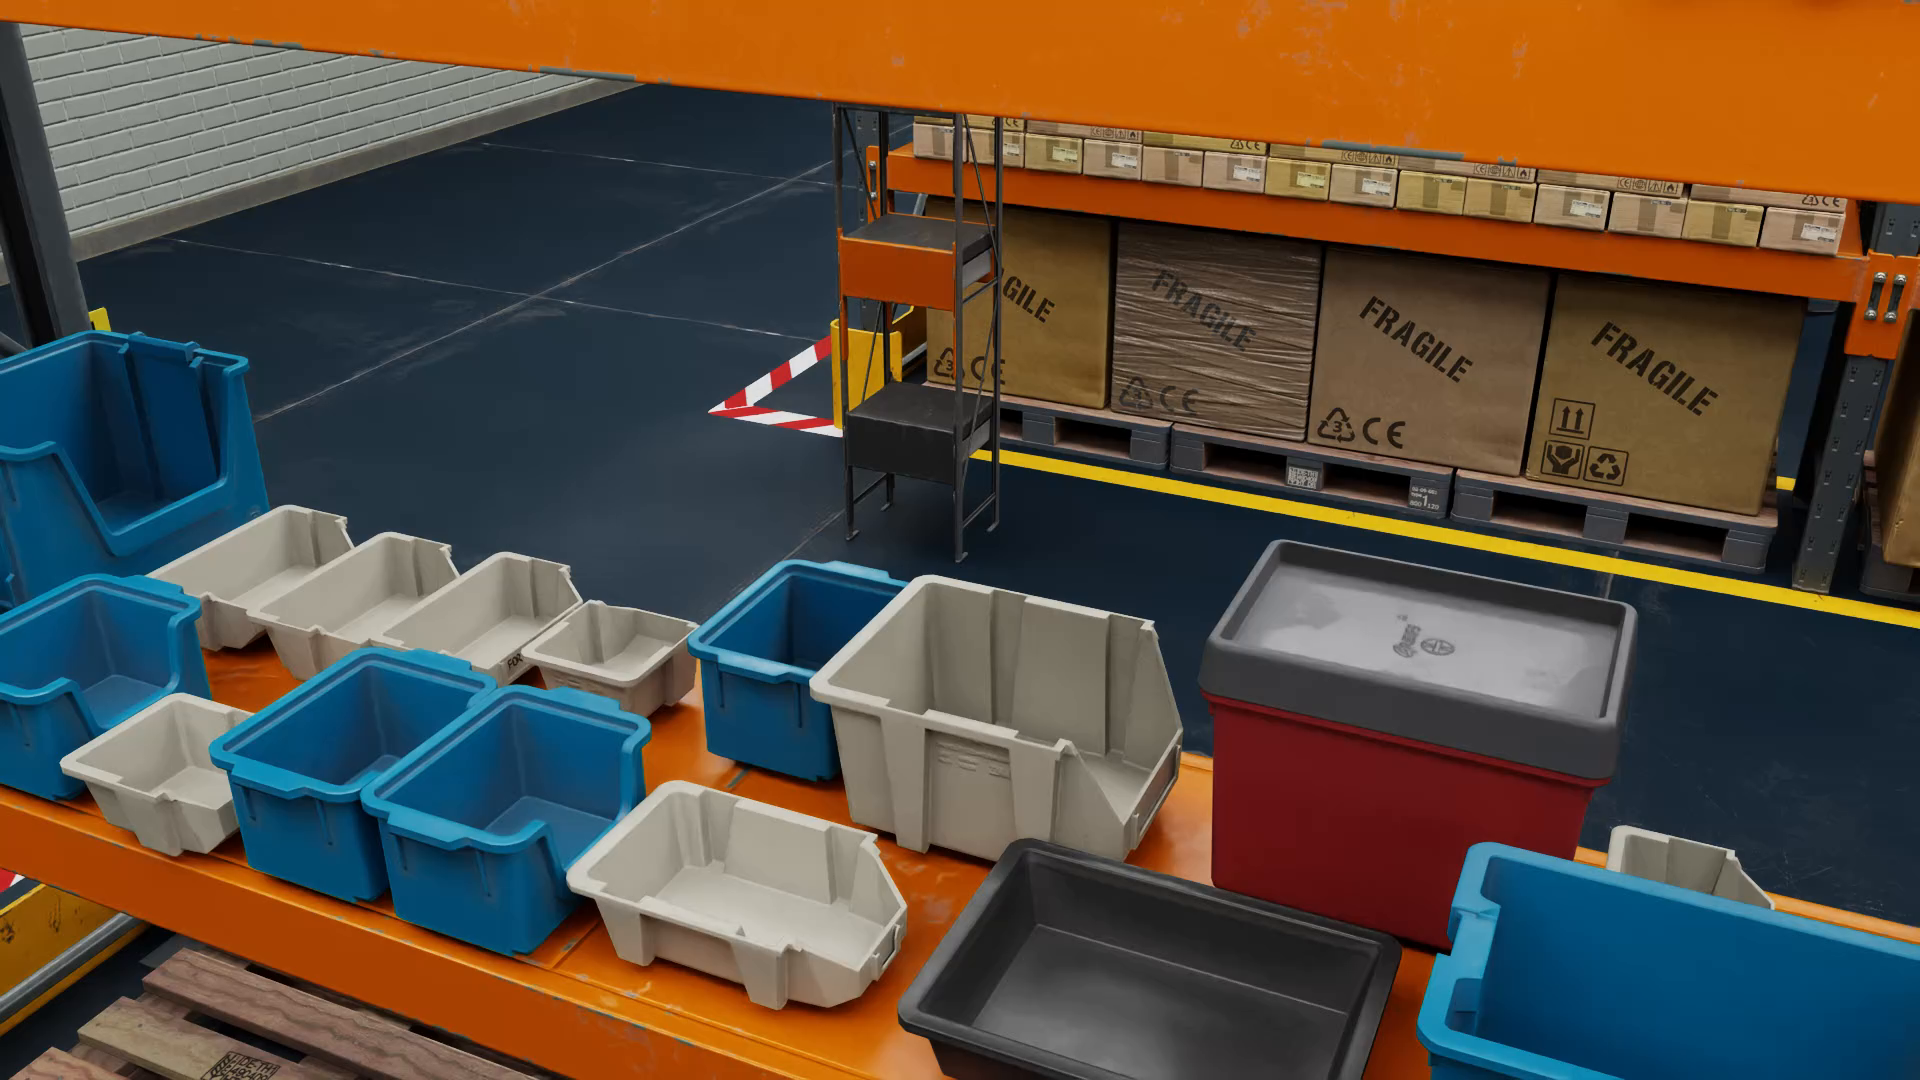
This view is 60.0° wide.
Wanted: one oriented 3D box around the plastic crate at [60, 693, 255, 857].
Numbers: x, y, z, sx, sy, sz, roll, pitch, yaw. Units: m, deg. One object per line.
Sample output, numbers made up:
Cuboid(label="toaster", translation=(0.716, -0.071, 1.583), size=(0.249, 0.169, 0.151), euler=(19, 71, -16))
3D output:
Cuboid(label="plastic crate", translation=(-1.283, 0.401, 2.771), size=(0.298, 0.136, 0.250), euler=(11, 28, 22))

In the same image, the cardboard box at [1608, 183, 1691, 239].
Cuboid(label="cardboard box", translation=(2.564, -1.250, 6.177), size=(0.250, 0.149, 0.380), euler=(11, 28, 21))

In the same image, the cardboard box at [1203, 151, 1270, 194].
Cuboid(label="cardboard box", translation=(1.162, -1.531, 6.749), size=(0.250, 0.149, 0.380), euler=(11, 28, 21))

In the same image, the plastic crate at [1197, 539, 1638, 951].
Cuboid(label="plastic crate", translation=(0.686, 0.327, 2.549), size=(0.583, 0.464, 0.402), euler=(11, 28, 22))

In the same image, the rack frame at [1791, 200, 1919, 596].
Cuboid(label="rack frame", translation=(3.445, -1.344, 6.085), size=(0.127, 3.000, 1.000), euler=(11, 28, 22))

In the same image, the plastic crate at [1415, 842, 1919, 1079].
Cuboid(label="plastic crate", translation=(0.829, 0.679, 1.925), size=(0.575, 0.384, 0.392), euler=(11, 28, 22))

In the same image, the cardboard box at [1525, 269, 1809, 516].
Cuboid(label="cardboard box", translation=(2.877, -0.732, 6.772), size=(0.875, 0.875, 0.875), euler=(11, 28, 22))

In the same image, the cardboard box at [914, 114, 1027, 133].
Cuboid(label="cardboard box", translation=(0.129, -1.946, 7.139), size=(0.500, 0.250, 0.500), euler=(11, 28, 20))

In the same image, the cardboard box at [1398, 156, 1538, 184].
Cuboid(label="cardboard box", translation=(1.998, -1.573, 6.381), size=(0.500, 0.250, 0.500), euler=(12, 29, 23))

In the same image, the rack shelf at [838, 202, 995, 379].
Cuboid(label="rack shelf", translation=(-0.151, -0.960, 6.354), size=(0.480, 0.518, 0.431), euler=(11, 28, 22))

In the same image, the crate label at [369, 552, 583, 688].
Cuboid(label="crate label", translation=(-0.908, 0.183, 3.212), size=(0.243, 0.136, 0.396), euler=(11, 28, 22))

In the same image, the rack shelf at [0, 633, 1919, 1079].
Cuboid(label="rack shelf", translation=(-0.426, 0.604, 2.941), size=(4.000, 0.370, 1.077), euler=(11, 28, 22))

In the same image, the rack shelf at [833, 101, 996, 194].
Cuboid(label="rack shelf", translation=(-0.151, -1.588, 6.045), size=(0.480, 0.518, 0.431), euler=(11, 28, 22))

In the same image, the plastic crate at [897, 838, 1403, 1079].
Cuboid(label="plastic crate", translation=(0.265, 0.647, 2.283), size=(0.590, 0.125, 0.437), euler=(11, 28, 22))

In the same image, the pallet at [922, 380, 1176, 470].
Cuboid(label="pallet", translation=(0.564, -0.710, 7.953), size=(1.213, 0.211, 1.003), euler=(11, 28, 22))

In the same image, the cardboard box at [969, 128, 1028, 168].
Cuboid(label="cardboard box", translation=(0.225, -1.719, 7.130), size=(0.250, 0.149, 0.380), euler=(11, 28, 21))

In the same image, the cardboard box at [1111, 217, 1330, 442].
Cuboid(label="cardboard box", translation=(1.248, -1.060, 7.436), size=(0.875, 0.875, 0.875), euler=(11, 28, 22))

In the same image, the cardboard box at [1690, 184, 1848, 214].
Cuboid(label="cardboard box", translation=(2.935, -1.386, 6.002), size=(0.500, 0.250, 0.500), euler=(11, 28, 21))

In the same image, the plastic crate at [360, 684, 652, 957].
Cuboid(label="plastic crate", translation=(-0.686, 0.437, 2.588), size=(0.300, 0.233, 0.416), euler=(11, 28, 22))

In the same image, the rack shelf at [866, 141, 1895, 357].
Cuboid(label="rack shelf", translation=(1.625, -1.387, 6.986), size=(4.000, 0.370, 1.077), euler=(11, 28, 22))

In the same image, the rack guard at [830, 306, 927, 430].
Cuboid(label="rack guard", translation=(-0.218, -0.959, 8.131), size=(0.348, 0.500, 1.175), euler=(11, 28, 22))

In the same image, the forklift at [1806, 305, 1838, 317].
Cuboid(label="forklift", translation=(3.124, -2.442, 8.392), size=(3.031, 2.935, 1.130), euler=(0, 26, -1))

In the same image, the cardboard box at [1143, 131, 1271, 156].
Cuboid(label="cardboard box", translation=(1.061, -1.760, 6.762), size=(0.500, 0.250, 0.500), euler=(10, 28, 20))

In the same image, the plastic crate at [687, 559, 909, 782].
Cuboid(label="plastic crate", translation=(-0.271, 0.236, 2.995), size=(0.300, 0.233, 0.416), euler=(11, 28, 22))

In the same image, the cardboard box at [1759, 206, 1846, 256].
Cuboid(label="cardboard box", translation=(3.032, -1.156, 5.986), size=(0.250, 0.149, 0.380), euler=(12, 28, 22))

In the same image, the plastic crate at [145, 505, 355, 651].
Cuboid(label="plastic crate", translation=(-1.429, 0.084, 3.415), size=(0.243, 0.136, 0.396), euler=(11, 28, 22))

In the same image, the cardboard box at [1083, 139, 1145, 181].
Cuboid(label="cardboard box", translation=(0.696, -1.625, 6.939), size=(0.250, 0.149, 0.380), euler=(11, 28, 21))

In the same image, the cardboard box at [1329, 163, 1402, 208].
Cuboid(label="cardboard box", translation=(1.631, -1.437, 6.558), size=(0.250, 0.149, 0.380), euler=(12, 29, 23))

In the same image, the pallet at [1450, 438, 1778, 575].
Cuboid(label="pallet", translation=(2.785, -0.264, 7.047), size=(1.213, 0.211, 1.003), euler=(11, 28, 22))

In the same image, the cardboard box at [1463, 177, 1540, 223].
Cuboid(label="cardboard box", translation=(2.095, -1.344, 6.368), size=(0.250, 0.149, 0.380), euler=(12, 29, 23))

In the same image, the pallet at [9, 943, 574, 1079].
Cuboid(label="pallet", translation=(-1.512, 1.333, 3.803), size=(1.213, 0.211, 1.003), euler=(11, 28, 22))

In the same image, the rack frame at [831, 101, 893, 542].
Cuboid(label="rack frame", translation=(-0.373, -1.017, 6.438), size=(0.015, 2.100, 0.400), euler=(11, 28, 22))

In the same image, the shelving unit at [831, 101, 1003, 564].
Cuboid(label="shelving unit", translation=(-0.151, -0.972, 6.348), size=(0.503, 2.100, 0.431), euler=(11, 28, 22))
